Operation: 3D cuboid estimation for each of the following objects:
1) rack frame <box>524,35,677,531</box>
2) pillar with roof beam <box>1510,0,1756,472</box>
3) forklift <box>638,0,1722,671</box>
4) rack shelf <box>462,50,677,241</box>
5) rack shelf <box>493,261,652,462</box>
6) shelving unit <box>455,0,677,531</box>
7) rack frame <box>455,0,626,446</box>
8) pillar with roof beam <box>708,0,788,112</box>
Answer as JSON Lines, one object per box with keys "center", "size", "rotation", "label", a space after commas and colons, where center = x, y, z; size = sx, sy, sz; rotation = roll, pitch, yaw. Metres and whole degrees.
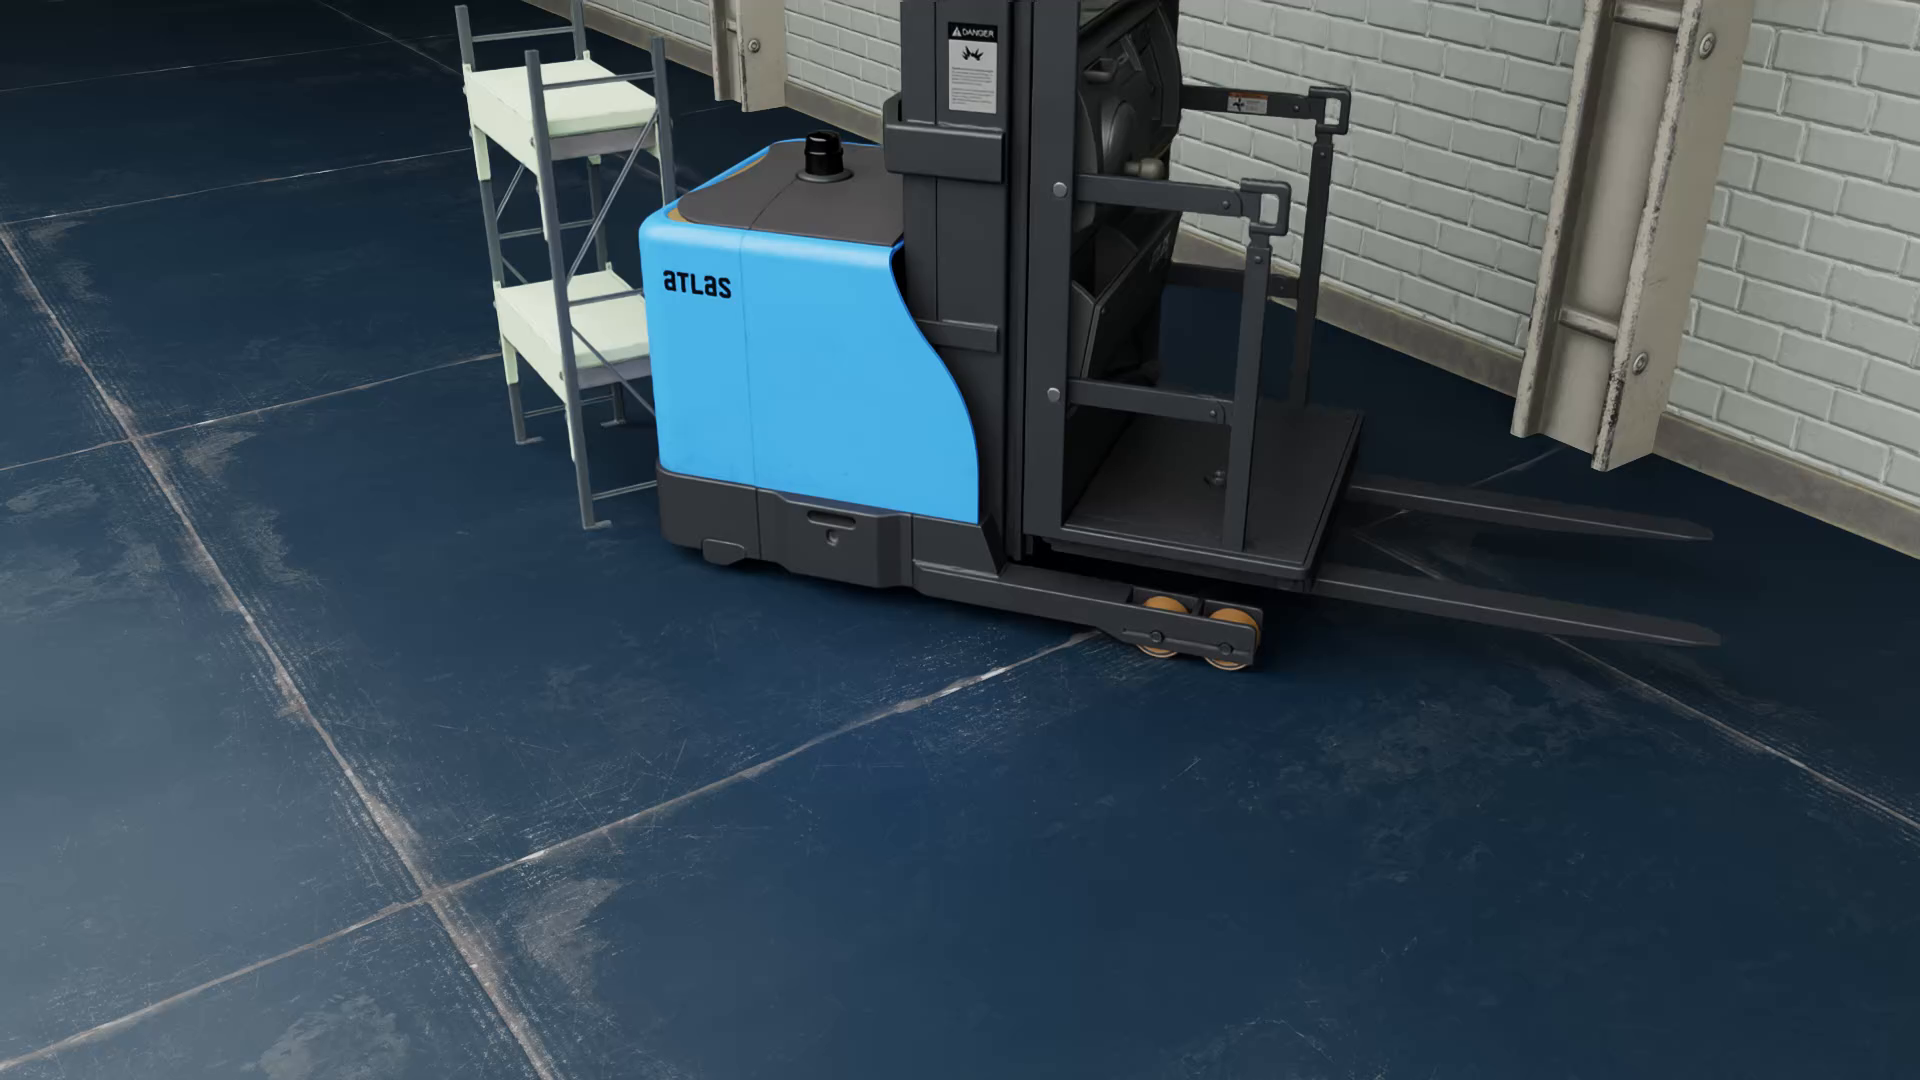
{"center": [-1.027, -0.739, 5.040], "size": [0.400, 1.500, 0.023], "rotation": [-15, 32, -26], "label": "rack frame"}
{"center": [-1.300, -3.113, 1.553], "size": [9.100, 9.000, 0.400], "rotation": [-19, 34, -31], "label": "pillar with roof beam"}
{"center": [0.649, -1.215, 4.416], "size": [3.031, 2.935, 1.130], "rotation": [10, 30, 17], "label": "forklift"}
{"center": [-1.209, -1.234, 5.133], "size": [0.431, 0.370, 0.720], "rotation": [-15, 32, -26], "label": "rack shelf"}
{"center": [-1.209, -0.605, 5.475], "size": [0.431, 0.370, 0.720], "rotation": [-15, 32, -26], "label": "rack shelf"}
{"center": [-1.209, -0.891, 5.319], "size": [0.431, 1.500, 0.755], "rotation": [-15, 32, -26], "label": "shelving unit"}
{"center": [-1.390, -1.043, 5.598], "size": [0.400, 1.500, 0.023], "rotation": [-15, 32, -26], "label": "rack frame"}
{"center": [-4.780, -5.446, 5.848], "size": [9.100, 9.000, 0.400], "rotation": [-19, 34, -31], "label": "pillar with roof beam"}
